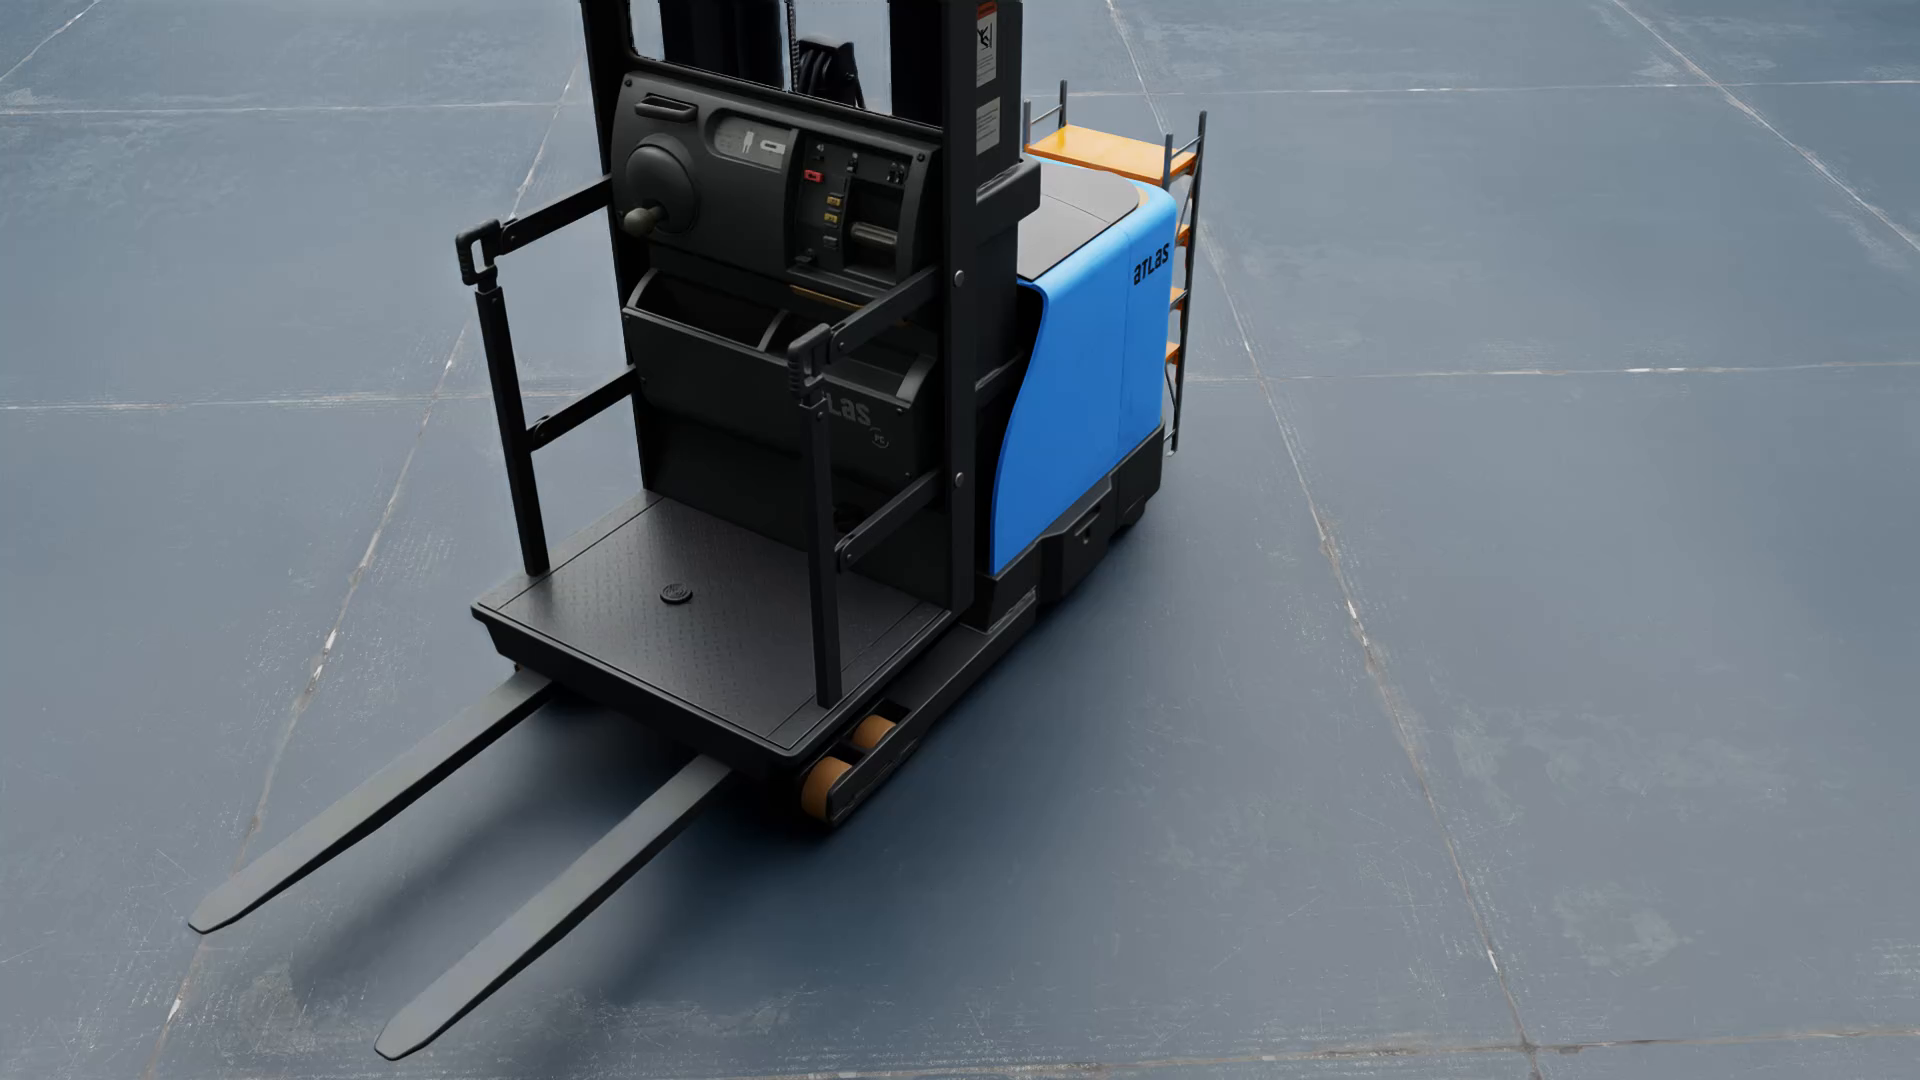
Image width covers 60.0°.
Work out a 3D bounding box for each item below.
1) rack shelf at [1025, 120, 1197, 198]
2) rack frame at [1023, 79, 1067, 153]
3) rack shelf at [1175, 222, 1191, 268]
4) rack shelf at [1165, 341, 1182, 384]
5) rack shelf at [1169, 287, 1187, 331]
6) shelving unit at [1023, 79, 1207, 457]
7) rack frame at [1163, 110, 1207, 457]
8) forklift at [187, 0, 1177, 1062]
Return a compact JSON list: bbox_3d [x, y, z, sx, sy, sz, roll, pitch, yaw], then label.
[{"bbox_3d":[0.470,-1.146,5.162,0.480,0.148,0.258,21,40,27],"label":"rack shelf"},{"bbox_3d":[0.266,-0.900,5.496,0.015,1.200,0.240,21,40,27],"label":"rack frame"},{"bbox_3d":[0.469,-0.952,5.296,0.480,0.148,0.258,21,40,27],"label":"rack shelf"},{"bbox_3d":[0.469,-0.604,5.536,0.480,0.148,0.258,21,40,27],"label":"rack shelf"},{"bbox_3d":[0.469,-0.768,5.423,0.480,0.148,0.258,21,40,27],"label":"rack shelf"},{"bbox_3d":[0.469,-0.823,5.385,0.503,1.200,0.258,21,40,27],"label":"shelving unit"},{"bbox_3d":[0.673,-0.747,5.274,0.015,1.200,0.240,21,40,27],"label":"rack frame"},{"bbox_3d":[-0.583,-0.797,3.825,1.130,2.935,3.031,21,40,27],"label":"forklift"}]
